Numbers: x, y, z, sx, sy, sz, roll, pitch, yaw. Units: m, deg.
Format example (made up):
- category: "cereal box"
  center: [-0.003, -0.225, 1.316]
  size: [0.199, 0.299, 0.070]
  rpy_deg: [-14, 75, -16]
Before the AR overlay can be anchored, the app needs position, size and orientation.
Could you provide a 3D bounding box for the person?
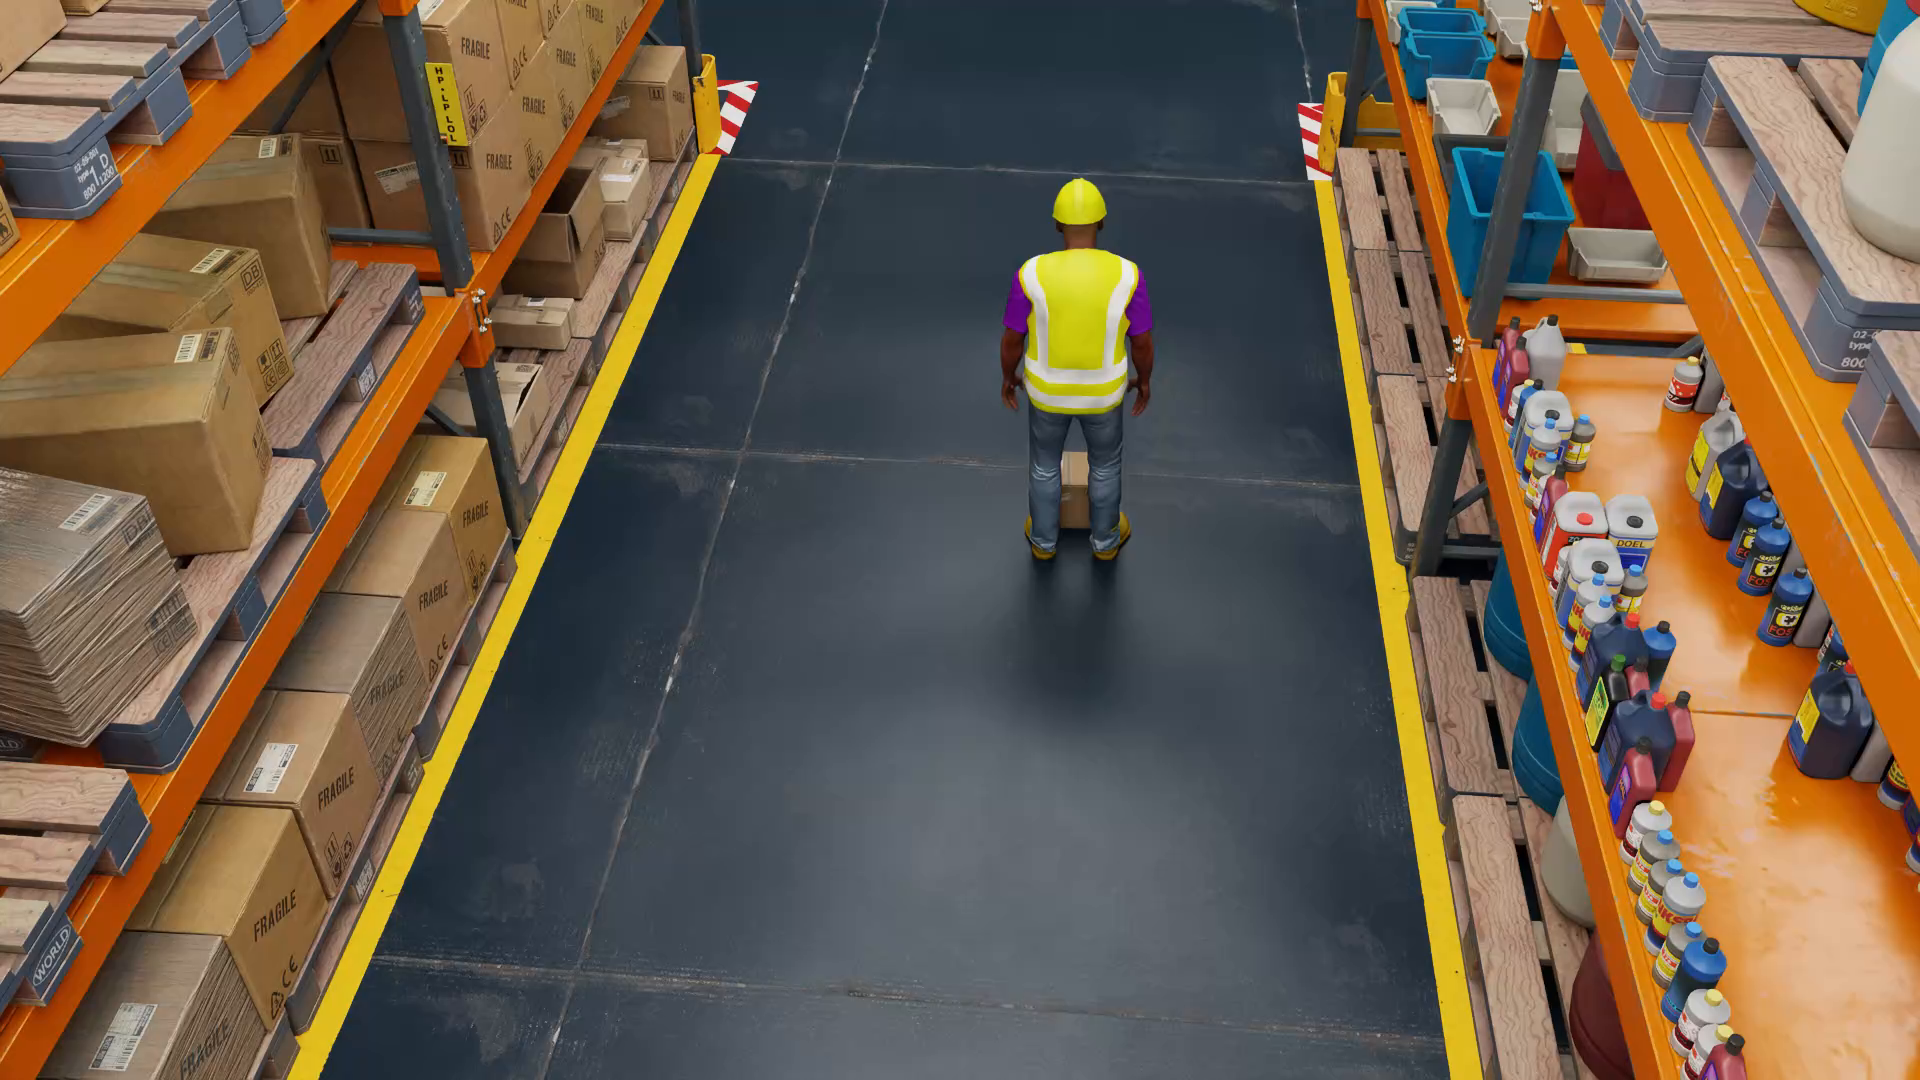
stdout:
- category: "person"
  center: [12.069, -4.898, 6.361]
  size: [23.378, 9.002, 6.772]
  rpy_deg: [3, 40, 3]
